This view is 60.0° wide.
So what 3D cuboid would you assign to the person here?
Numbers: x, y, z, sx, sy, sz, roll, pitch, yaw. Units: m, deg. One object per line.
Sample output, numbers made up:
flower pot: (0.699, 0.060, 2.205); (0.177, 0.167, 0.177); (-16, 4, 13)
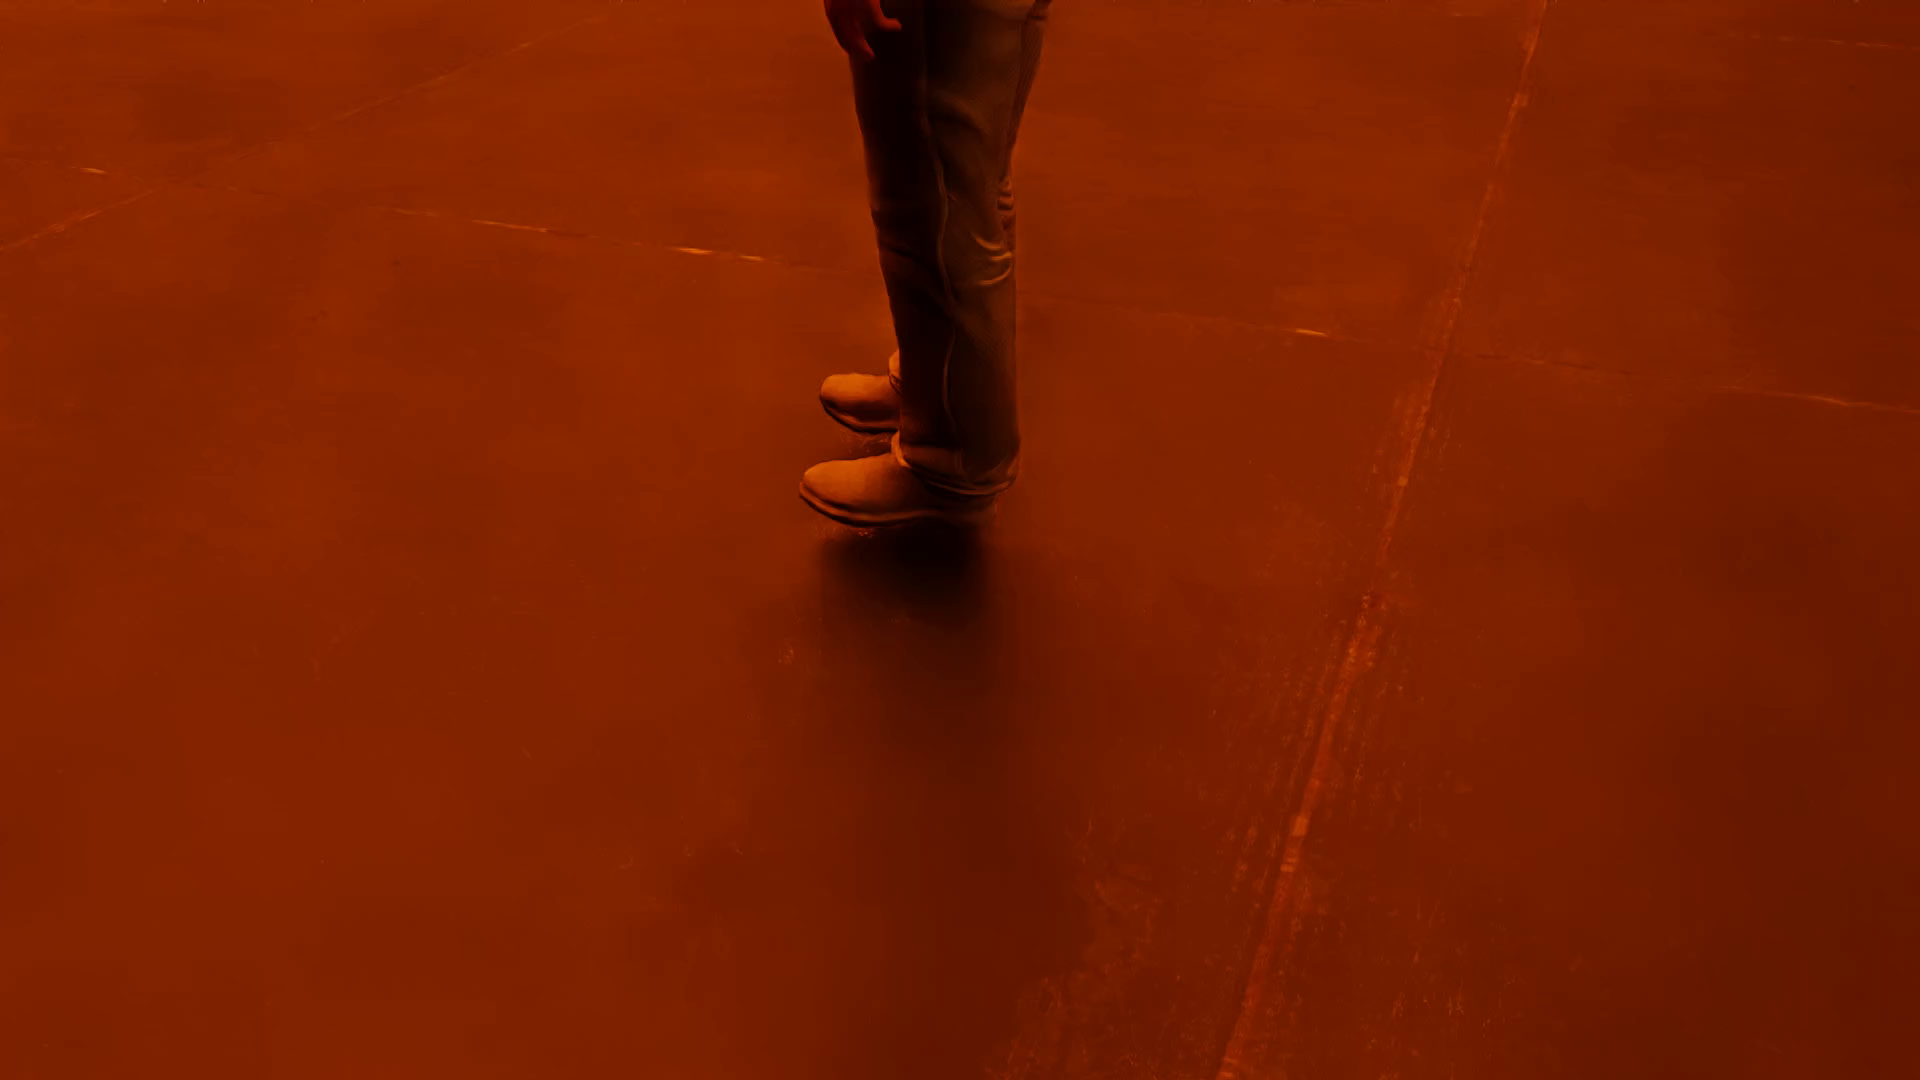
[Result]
person: (-0.056, -0.827, 2.065); (0.567, 1.773, 0.632); (10, 31, 18)
